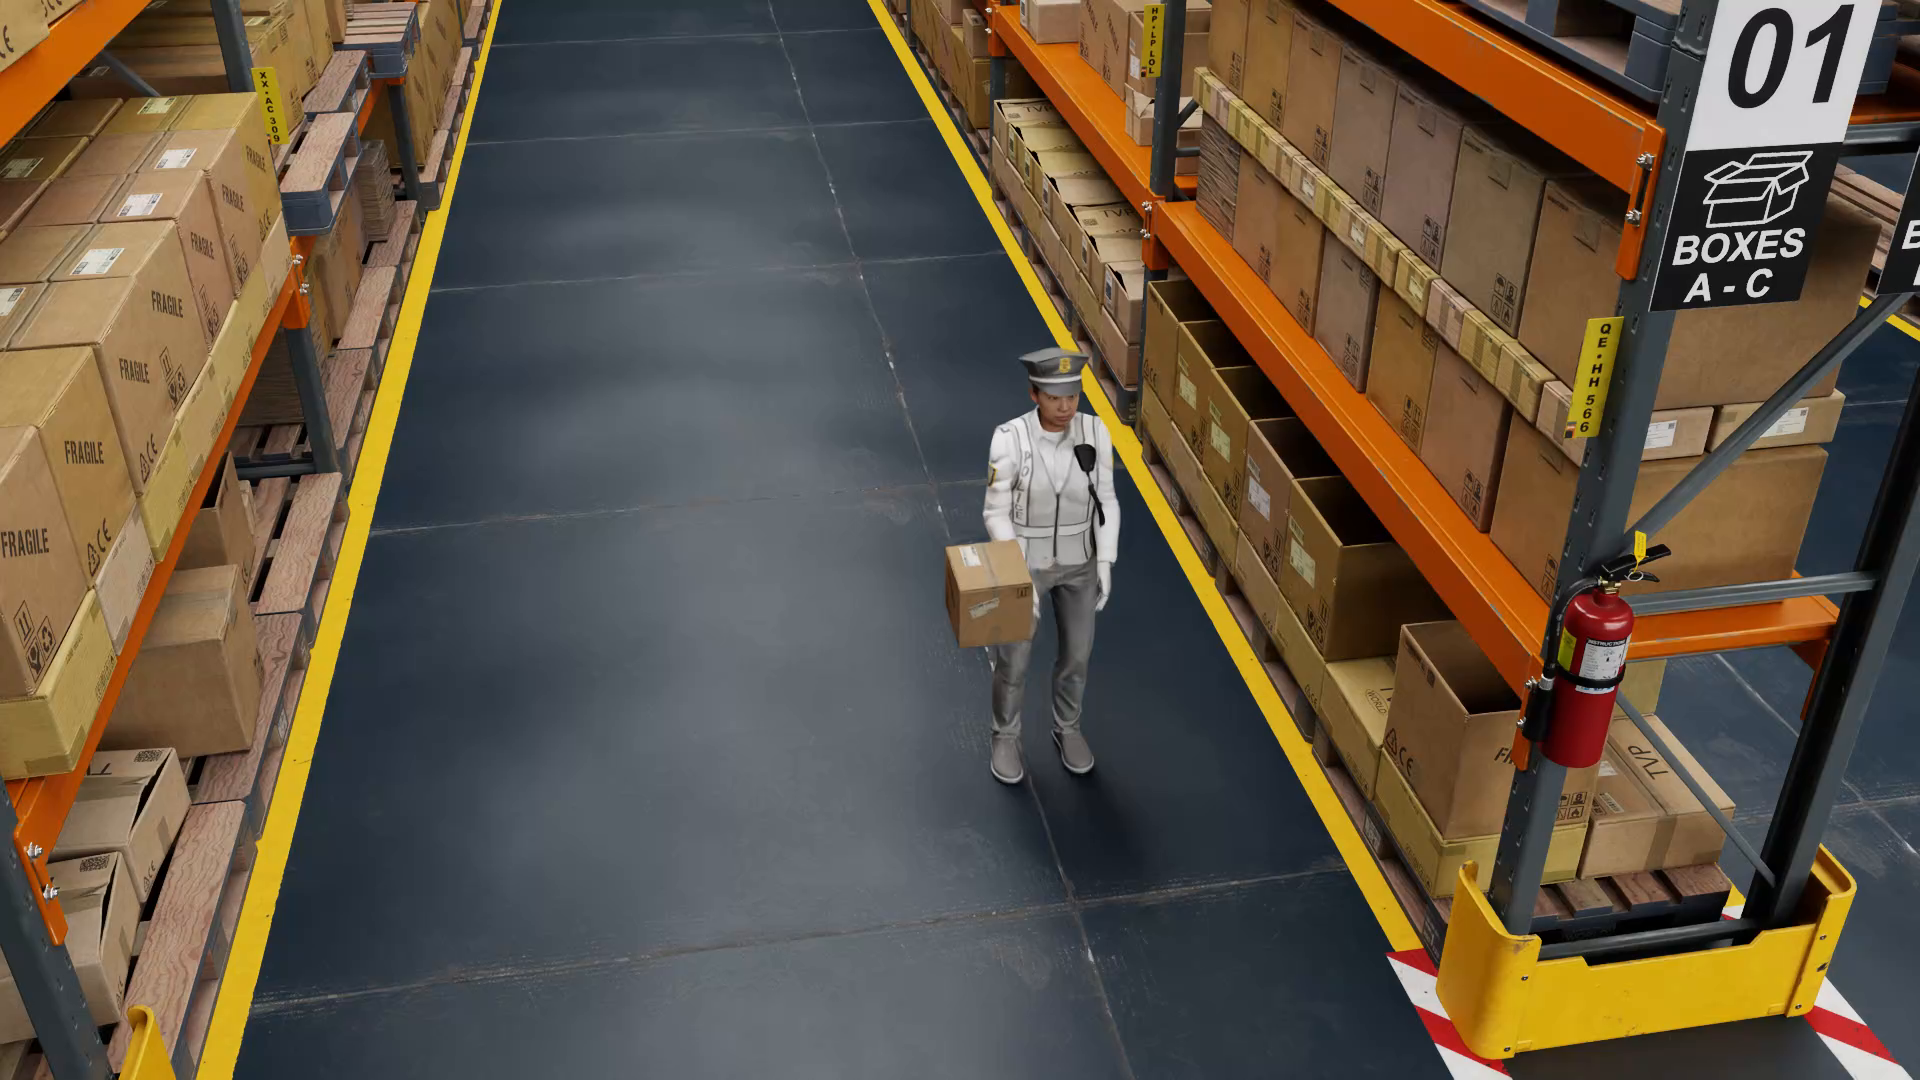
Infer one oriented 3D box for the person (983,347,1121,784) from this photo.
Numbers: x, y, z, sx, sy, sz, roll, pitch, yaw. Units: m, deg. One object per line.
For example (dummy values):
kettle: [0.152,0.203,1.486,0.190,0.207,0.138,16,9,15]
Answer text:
person: [0.333,0.121,5.900,0.492,1.691,0.475,-6,31,-10]
